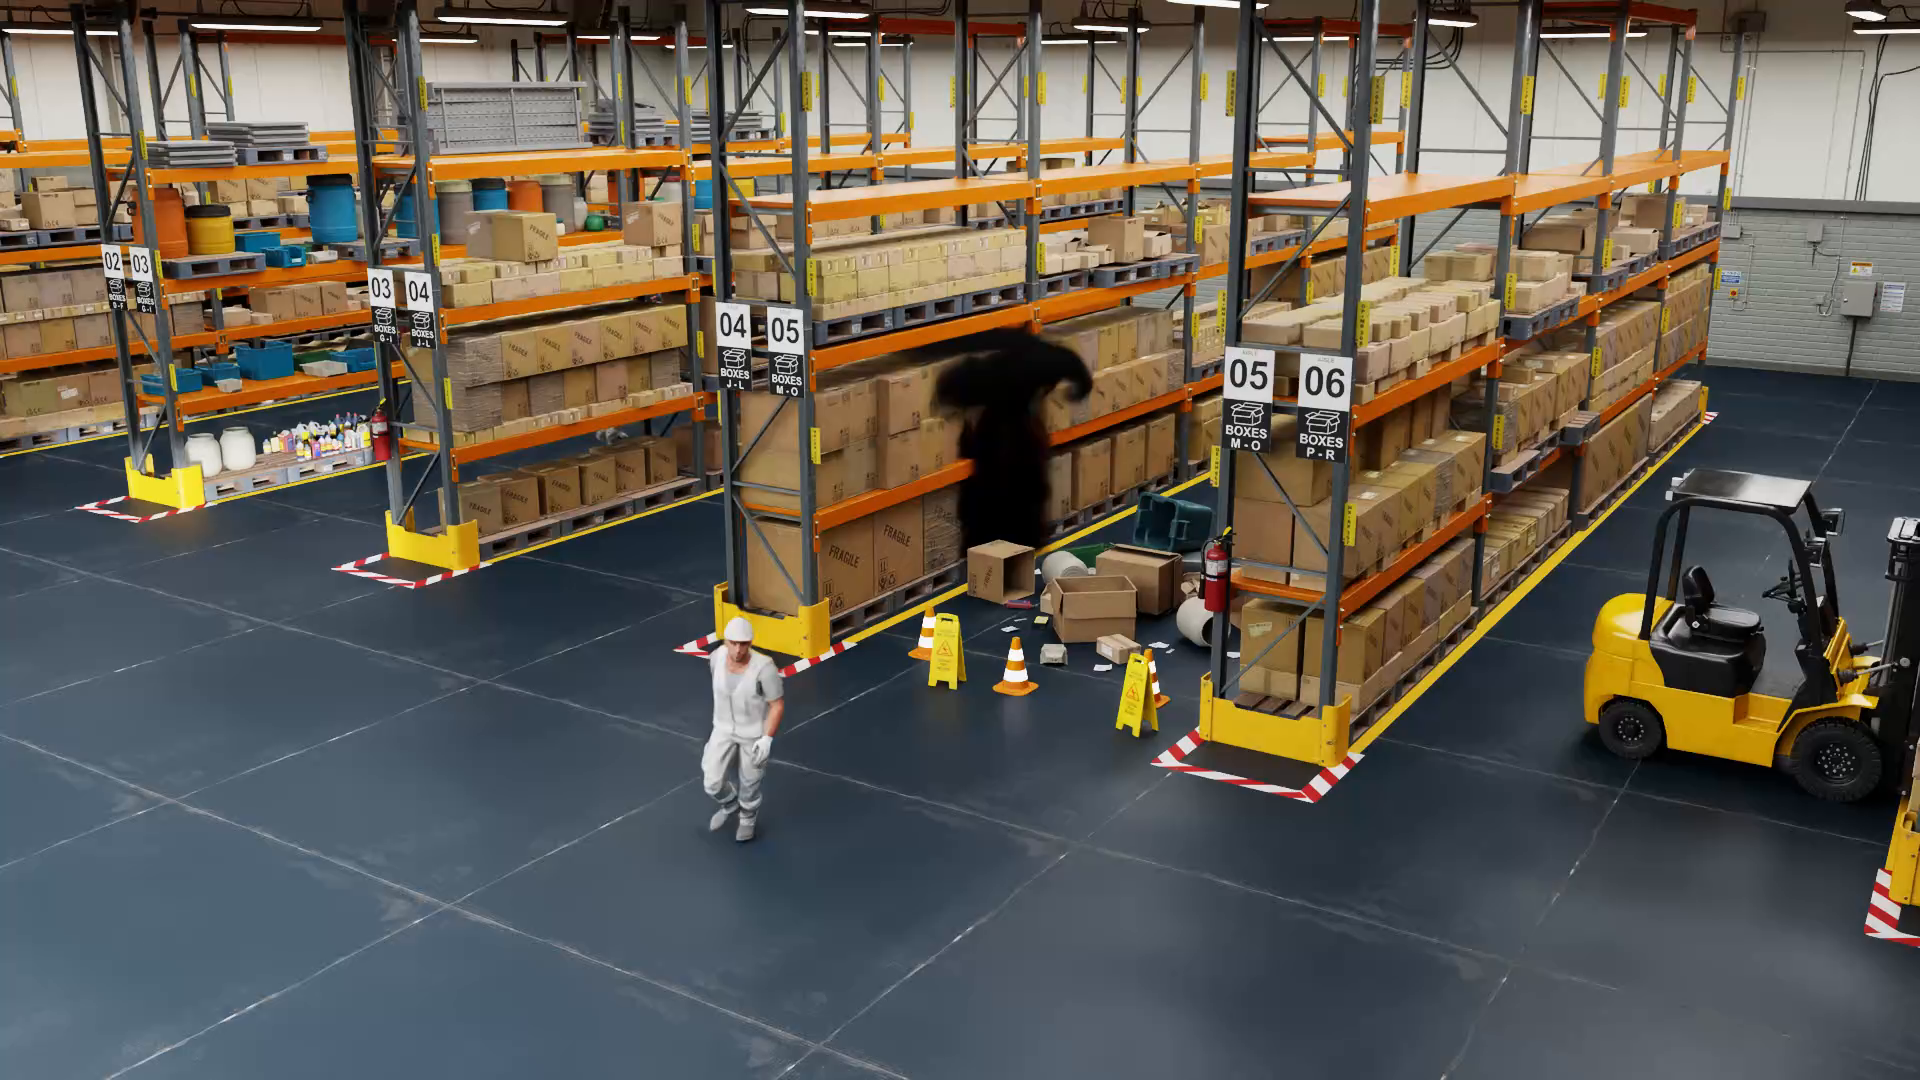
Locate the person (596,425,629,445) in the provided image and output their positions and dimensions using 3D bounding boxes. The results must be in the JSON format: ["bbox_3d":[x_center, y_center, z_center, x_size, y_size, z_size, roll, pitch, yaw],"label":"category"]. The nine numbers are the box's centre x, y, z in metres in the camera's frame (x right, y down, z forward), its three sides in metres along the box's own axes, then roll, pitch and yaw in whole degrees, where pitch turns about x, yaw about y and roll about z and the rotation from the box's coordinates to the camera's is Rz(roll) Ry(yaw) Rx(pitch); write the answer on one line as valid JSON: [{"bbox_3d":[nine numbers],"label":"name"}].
[{"bbox_3d":[-4.720,-1.797,22.508,0.688,1.707,0.710,5,16,18],"label":"person"}]

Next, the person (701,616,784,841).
[{"bbox_3d":[-1.470,1.297,11.309,0.641,1.723,0.690,4,16,13],"label":"person"}]
